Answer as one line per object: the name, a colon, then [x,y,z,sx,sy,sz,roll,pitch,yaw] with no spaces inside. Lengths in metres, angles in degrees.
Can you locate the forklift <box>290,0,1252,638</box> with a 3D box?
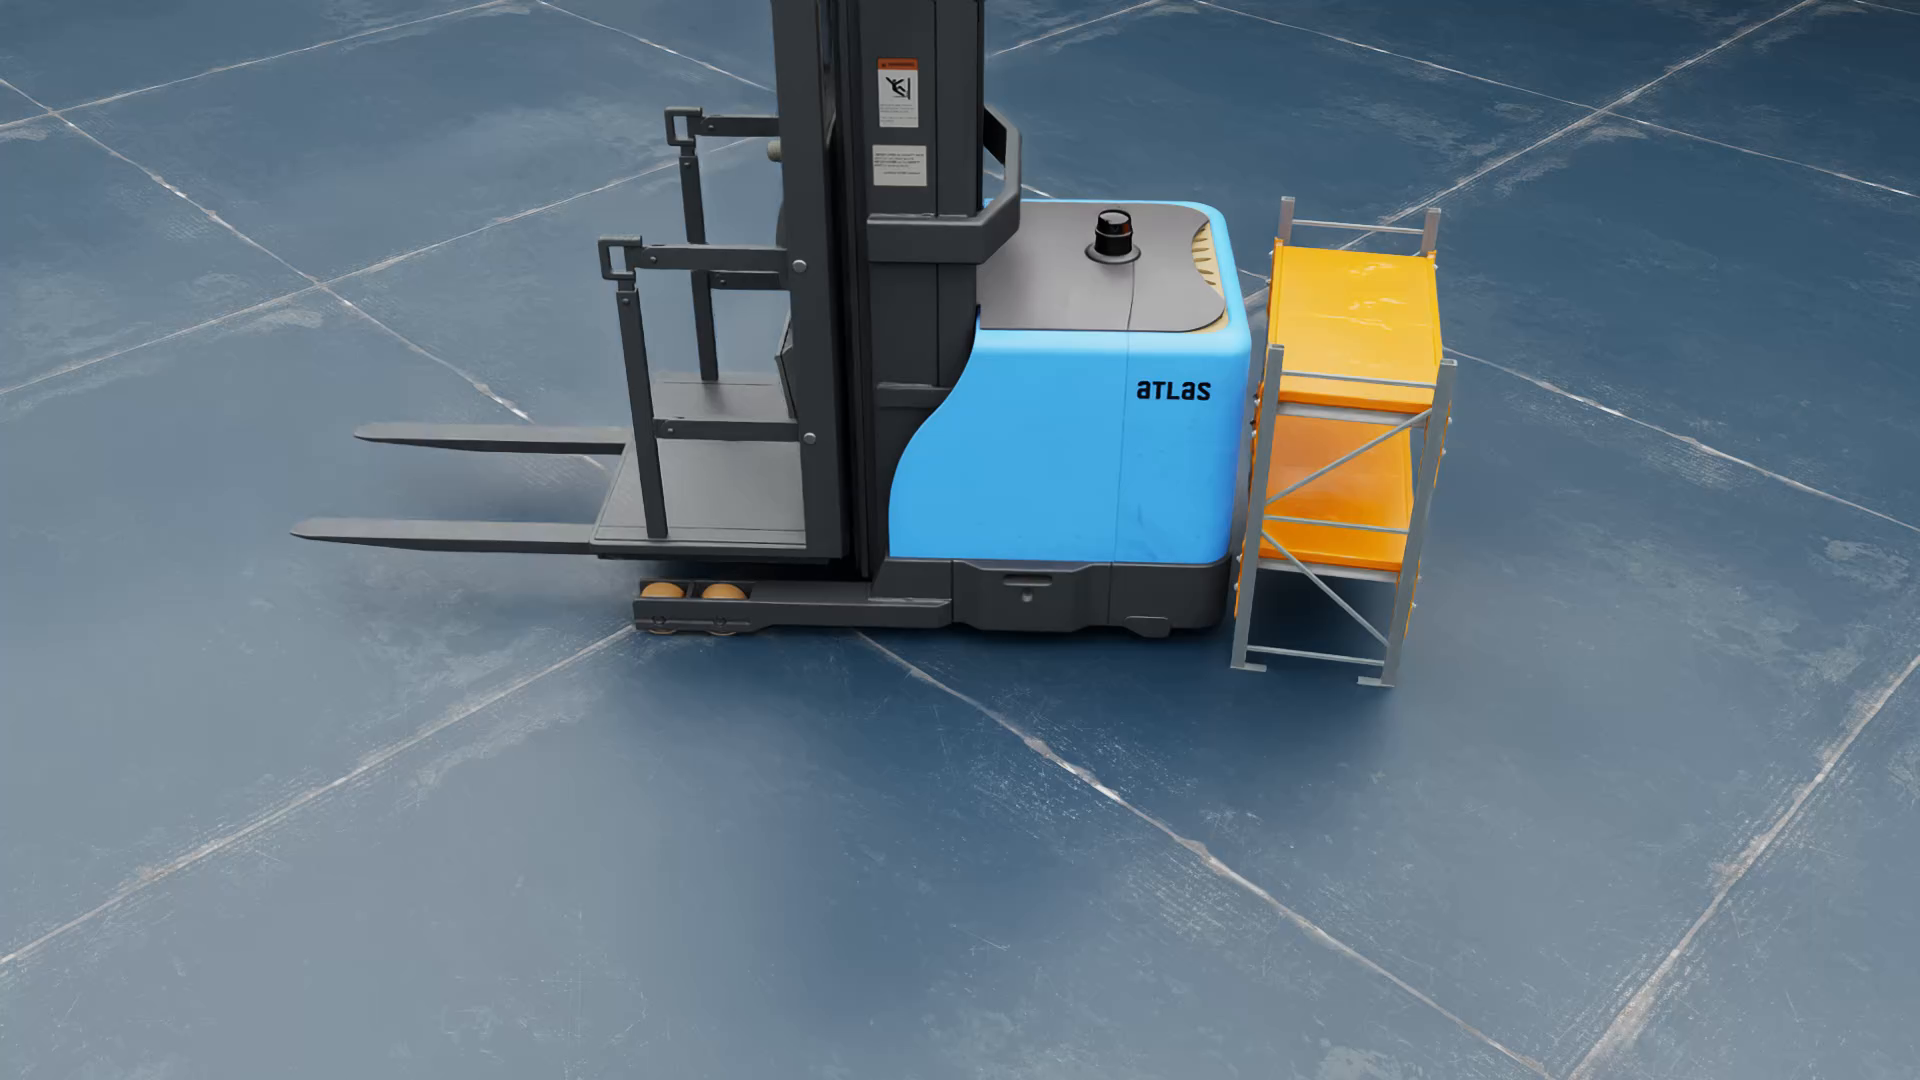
forklift: [-0.649,-1.197,4.904,3.031,2.935,1.130,1,35,2]

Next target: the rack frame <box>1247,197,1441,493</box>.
rack frame: [1.283,-0.613,5.646,0.500,1.125,0.032,6,35,9]

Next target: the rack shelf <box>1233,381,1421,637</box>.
rack shelf: [1.186,-0.127,5.376,0.538,0.278,1.000,6,35,9]

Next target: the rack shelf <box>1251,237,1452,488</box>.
rack shelf: [1.186,-0.568,5.069,0.538,0.278,1.000,6,35,9]

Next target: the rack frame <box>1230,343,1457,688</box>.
rack frame: [1.090,-0.042,4.827,0.500,1.125,0.032,6,35,9]

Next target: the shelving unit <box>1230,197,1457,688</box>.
shelving unit: [1.186,-0.328,5.237,0.538,1.125,1.048,6,35,9]
